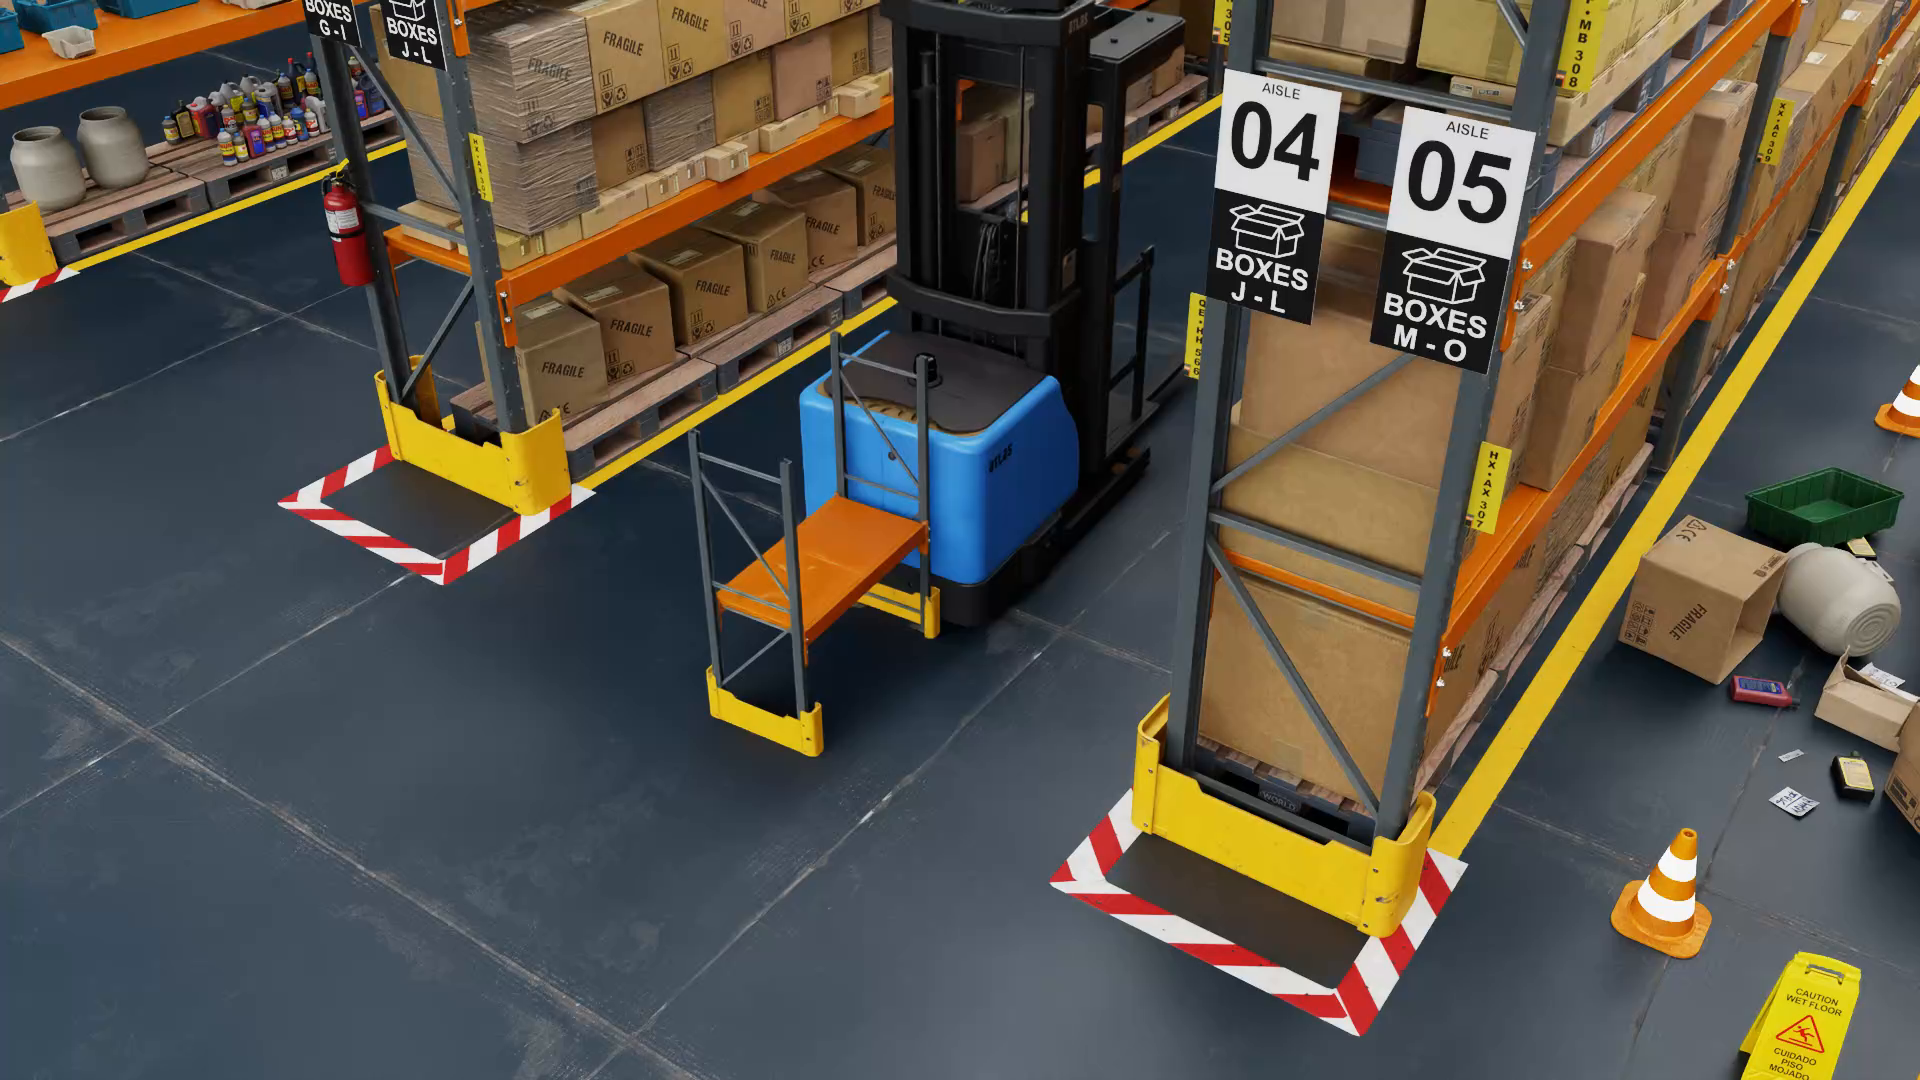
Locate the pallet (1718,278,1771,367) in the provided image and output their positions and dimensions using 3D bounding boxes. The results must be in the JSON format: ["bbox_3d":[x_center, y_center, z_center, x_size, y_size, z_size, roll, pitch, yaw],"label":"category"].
[{"bbox_3d":[4.641,-1.587,10.908,1.003,0.211,1.213,21,39,28],"label":"pallet"}]

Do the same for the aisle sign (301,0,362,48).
[{"bbox_3d":[-3.012,-2.733,7.793,0.394,0.787,0.004,21,39,28],"label":"aisle sign"}]

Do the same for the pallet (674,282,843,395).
[{"bbox_3d":[-1.499,-1.390,10.617,1.003,0.211,1.213,21,39,28],"label":"pallet"}]

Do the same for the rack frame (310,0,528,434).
[{"bbox_3d":[-2.730,-1.589,8.422,1.000,3.000,0.127,21,39,28],"label":"rack frame"}]

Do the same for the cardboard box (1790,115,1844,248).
[{"bbox_3d":[5.427,-2.630,11.595,1.050,0.750,0.750,21,39,28],"label":"cardboard box"}]

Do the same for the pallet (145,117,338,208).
[{"bbox_3d":[-5.631,-2.997,12.993,1.003,0.211,1.213,21,39,28],"label":"pallet"}]

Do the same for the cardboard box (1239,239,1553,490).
[{"bbox_3d":[1.530,-0.626,5.900,0.875,0.550,0.550,21,39,28],"label":"cardboard box"}]

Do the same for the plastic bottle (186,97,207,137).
[{"bbox_3d":[-5.946,-3.317,13.016,0.152,0.276,0.135,22,40,29],"label":"plastic bottle"}]

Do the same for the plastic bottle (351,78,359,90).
[{"bbox_3d":[-4.894,-3.625,13.471,0.152,0.276,0.135,21,39,28],"label":"plastic bottle"}]

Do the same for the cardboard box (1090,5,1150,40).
[{"bbox_3d":[1.180,-4.163,13.397,0.500,0.250,0.500,26,42,33],"label":"cardboard box"}]

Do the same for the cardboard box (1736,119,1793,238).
[{"bbox_3d":[4.088,-1.996,8.935,0.500,0.500,0.500,22,40,29],"label":"cardboard box"}]

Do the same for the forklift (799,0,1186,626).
[{"bbox_3d":[0.404,-1.595,8.493,1.130,2.935,3.031,18,38,25],"label":"forklift"}]

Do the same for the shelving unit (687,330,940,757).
[{"bbox_3d":[-0.616,-0.001,7.413,0.587,1.500,1.083,18,38,25],"label":"shelving unit"}]

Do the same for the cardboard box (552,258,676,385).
[{"bbox_3d":[-2.048,-1.295,9.844,0.500,0.500,0.500,-25,41,-32],"label":"cardboard box"}]

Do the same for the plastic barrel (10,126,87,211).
[{"bbox_3d":[-6.487,-2.641,11.824,0.421,0.512,0.421,0,34,0],"label":"plastic barrel"}]

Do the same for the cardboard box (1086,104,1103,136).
[{"bbox_3d":[0.842,-3.580,13.205,0.700,0.500,0.500,25,41,32],"label":"cardboard box"}]

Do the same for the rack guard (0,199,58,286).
[{"bbox_3d":[-6.795,-2.185,11.535,1.175,0.500,0.348,21,39,28],"label":"rack guard"}]

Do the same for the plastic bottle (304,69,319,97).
[{"bbox_3d":[-5.303,-3.719,13.615,0.097,0.271,0.097,0,34,0],"label":"plastic bottle"}]

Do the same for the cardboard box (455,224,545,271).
[{"bbox_3d":[-2.372,-1.540,8.573,0.380,0.149,0.250,21,39,28],"label":"cardboard box"}]

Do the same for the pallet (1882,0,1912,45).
[{"bbox_3d":[6.167,-3.922,12.043,1.213,0.211,1.003,21,39,28],"label":"pallet"}]

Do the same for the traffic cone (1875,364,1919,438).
[{"bbox_3d":[5.573,-0.883,9.642,0.336,0.463,0.334,21,39,28],"label":"traffic cone"}]

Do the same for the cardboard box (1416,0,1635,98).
[{"bbox_3d":[1.773,-1.617,5.190,0.500,0.250,0.500,21,39,28],"label":"cardboard box"}]

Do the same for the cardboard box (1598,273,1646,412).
[{"bbox_3d":[2.447,-0.940,7.329,0.875,0.550,0.500,21,39,28],"label":"cardboard box"}]

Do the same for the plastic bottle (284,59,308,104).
[{"bbox_3d":[-5.427,-3.771,13.620,0.144,0.351,0.185,20,39,26],"label":"plastic bottle"}]

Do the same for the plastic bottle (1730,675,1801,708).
[{"bbox_3d":[3.710,0.702,7.658,0.283,0.061,0.133,8,35,12],"label":"plastic bottle"}]

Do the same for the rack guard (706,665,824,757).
[{"bbox_3d":[-0.870,0.756,7.409,0.587,0.250,0.087,18,38,25],"label":"rack guard"}]

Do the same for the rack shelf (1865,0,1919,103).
[{"bbox_3d":[6.989,-4.262,13.017,1.077,0.370,4.000,21,39,28],"label":"rack shelf"}]

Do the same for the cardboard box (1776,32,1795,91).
[{"bbox_3d":[4.137,-2.722,9.116,0.700,0.500,0.500,21,39,27],"label":"cardboard box"}]

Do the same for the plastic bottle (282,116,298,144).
[{"bbox_3d":[-5.201,-3.178,12.877,0.097,0.201,0.097,0,34,0],"label":"plastic bottle"}]

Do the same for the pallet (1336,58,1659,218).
[{"bbox_3d":[1.701,-1.509,5.705,1.003,0.211,1.213,21,39,28],"label":"pallet"}]

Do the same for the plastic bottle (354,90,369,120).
[{"bbox_3d":[-4.817,-3.504,13.285,0.061,0.283,0.133,24,41,31],"label":"plastic bottle"}]

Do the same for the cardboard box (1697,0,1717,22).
[{"bbox_3d":[2.610,-2.065,6.209,0.380,0.149,0.250,22,40,29],"label":"cardboard box"}]

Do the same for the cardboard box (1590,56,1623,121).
[{"bbox_3d":[1.890,-1.485,5.350,0.380,0.149,0.250,22,40,29],"label":"cardboard box"}]

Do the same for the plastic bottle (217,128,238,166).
[{"bbox_3d":[-5.509,-2.958,12.489,0.097,0.271,0.097,0,34,0],"label":"plastic bottle"}]

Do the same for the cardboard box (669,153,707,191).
[{"bbox_3d":[-1.665,-2.117,9.427,0.380,0.149,0.250,21,39,28],"label":"cardboard box"}]

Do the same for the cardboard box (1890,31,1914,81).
[{"bbox_3d":[7.022,-3.786,12.858,0.500,0.250,0.500,22,40,29],"label":"cardboard box"}]

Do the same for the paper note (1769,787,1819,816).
[{"bbox_3d":[3.552,1.112,7.079,0.142,0.017,0.144,-22,40,-29],"label":"paper note"}]

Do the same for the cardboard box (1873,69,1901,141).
[{"bbox_3d":[7.034,-3.492,13.093,0.500,0.500,0.500,20,39,27],"label":"cardboard box"}]

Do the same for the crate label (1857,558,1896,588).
[{"bbox_3d":[4.502,0.207,8.322,0.298,0.136,0.250,-3,34,-4],"label":"crate label"}]

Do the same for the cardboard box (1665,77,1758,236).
[{"bbox_3d":[3.111,-1.859,7.724,0.875,0.550,0.550,21,39,28],"label":"cardboard box"}]

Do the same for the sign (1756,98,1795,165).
[{"bbox_3d":[4.024,-2.014,8.206,0.100,0.325,0.005,21,39,28],"label":"sign"}]

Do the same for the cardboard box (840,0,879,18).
[{"bbox_3d":[-0.764,-3.483,9.975,0.500,0.500,0.500,21,39,28],"label":"cardboard box"}]

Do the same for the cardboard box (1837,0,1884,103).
[{"bbox_3d":[5.526,-3.159,10.654,0.500,0.500,0.500,21,39,28],"label":"cardboard box"}]

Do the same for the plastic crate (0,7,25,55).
[{"bbox_3d":[-6.760,-3.435,11.285,0.499,0.251,0.616,21,39,28],"label":"plastic crate"}]

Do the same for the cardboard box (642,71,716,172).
[{"bbox_3d":[-1.887,-2.482,9.388,0.875,0.500,0.500,21,39,28],"label":"cardboard box"}]

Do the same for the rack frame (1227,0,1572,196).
[{"bbox_3d":[1.287,-2.443,4.330,1.000,3.000,0.127,21,39,28],"label":"rack frame"}]

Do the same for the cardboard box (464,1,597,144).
[{"bbox_3d":[-2.193,-2.334,8.276,0.500,0.500,0.500,21,39,28],"label":"cardboard box"}]

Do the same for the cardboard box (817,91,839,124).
[{"bbox_3d":[-0.975,-2.701,10.291,0.380,0.149,0.250,21,39,28],"label":"cardboard box"}]
